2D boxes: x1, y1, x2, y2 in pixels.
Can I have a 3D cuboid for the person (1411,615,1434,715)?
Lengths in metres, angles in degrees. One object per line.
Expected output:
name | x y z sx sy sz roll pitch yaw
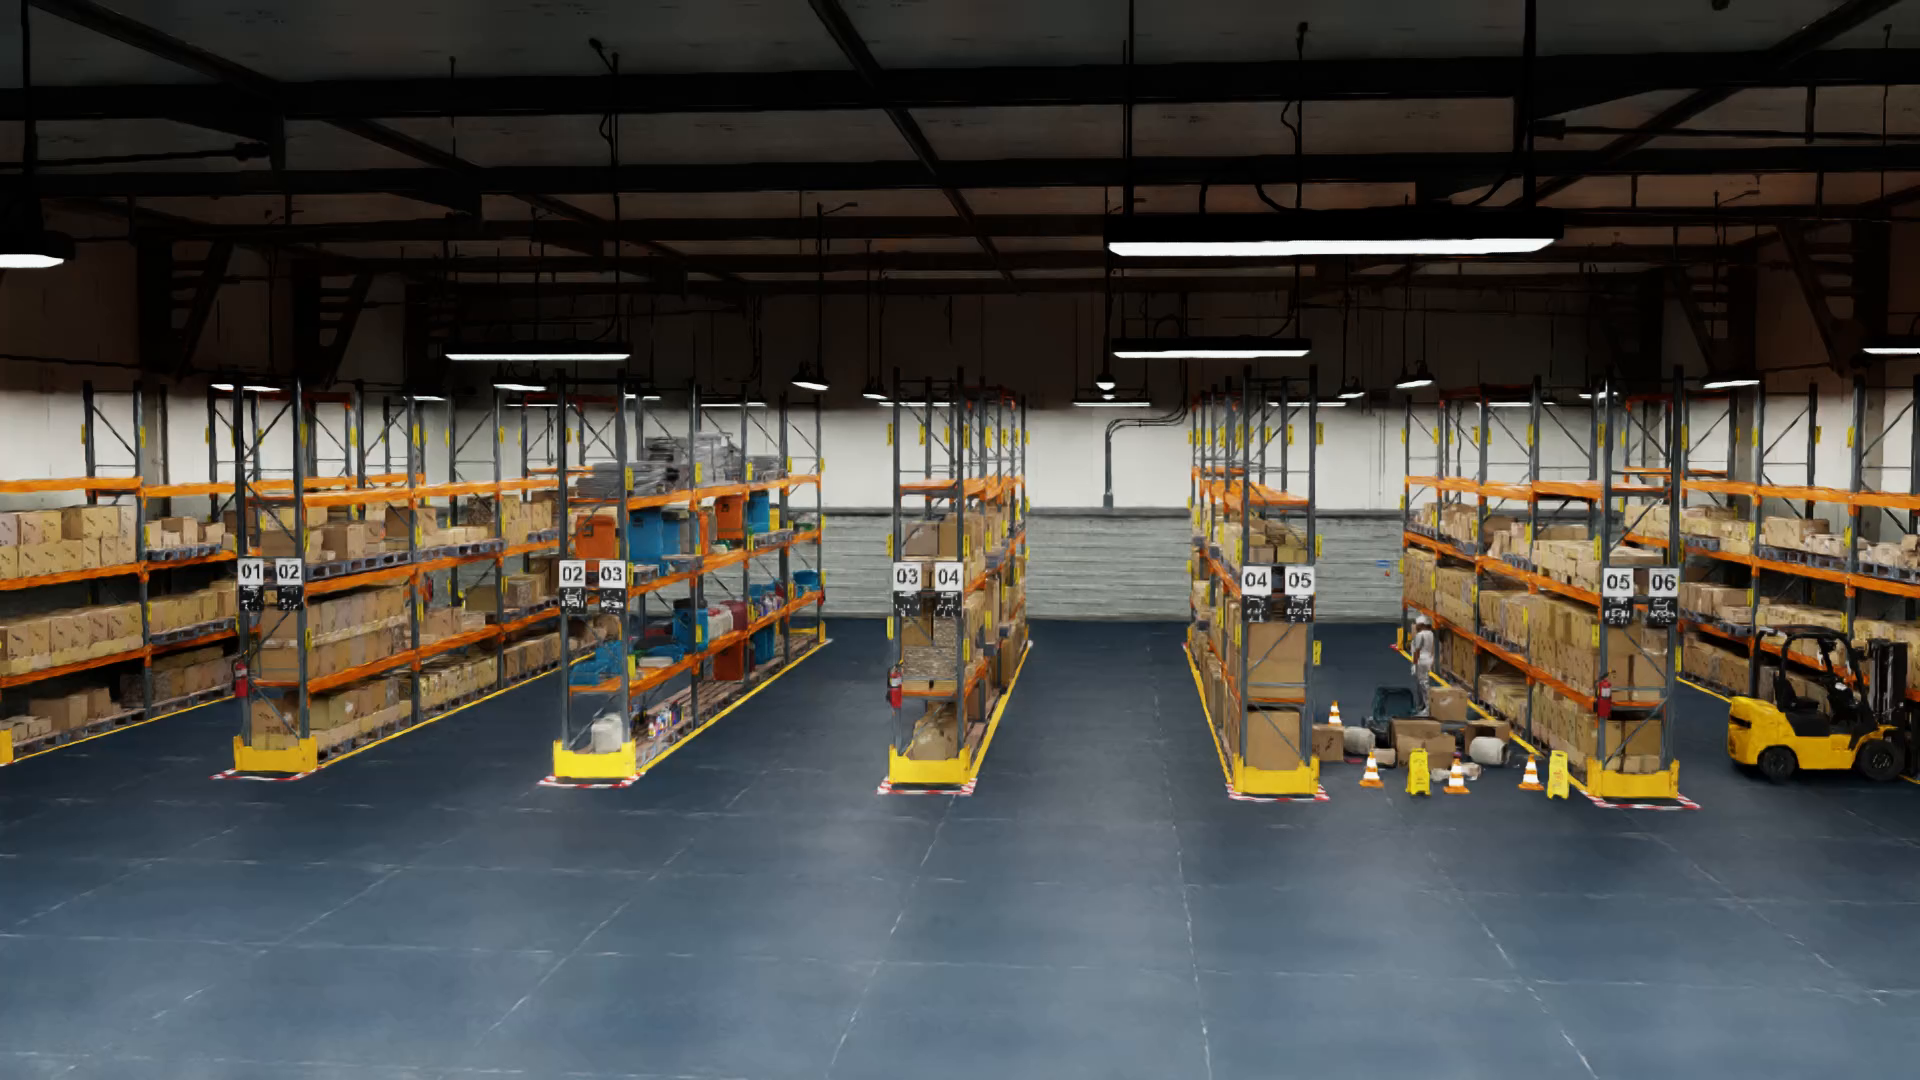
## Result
person | 8.280 2.237 29.935 0.583 1.783 0.669 2 4 31

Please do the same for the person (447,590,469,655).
person | -10.803 1.923 35.919 0.719 1.714 0.578 0 4 4

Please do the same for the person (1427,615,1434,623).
person | 12.111 1.475 42.906 0.530 1.798 0.648 -2 4 -32
